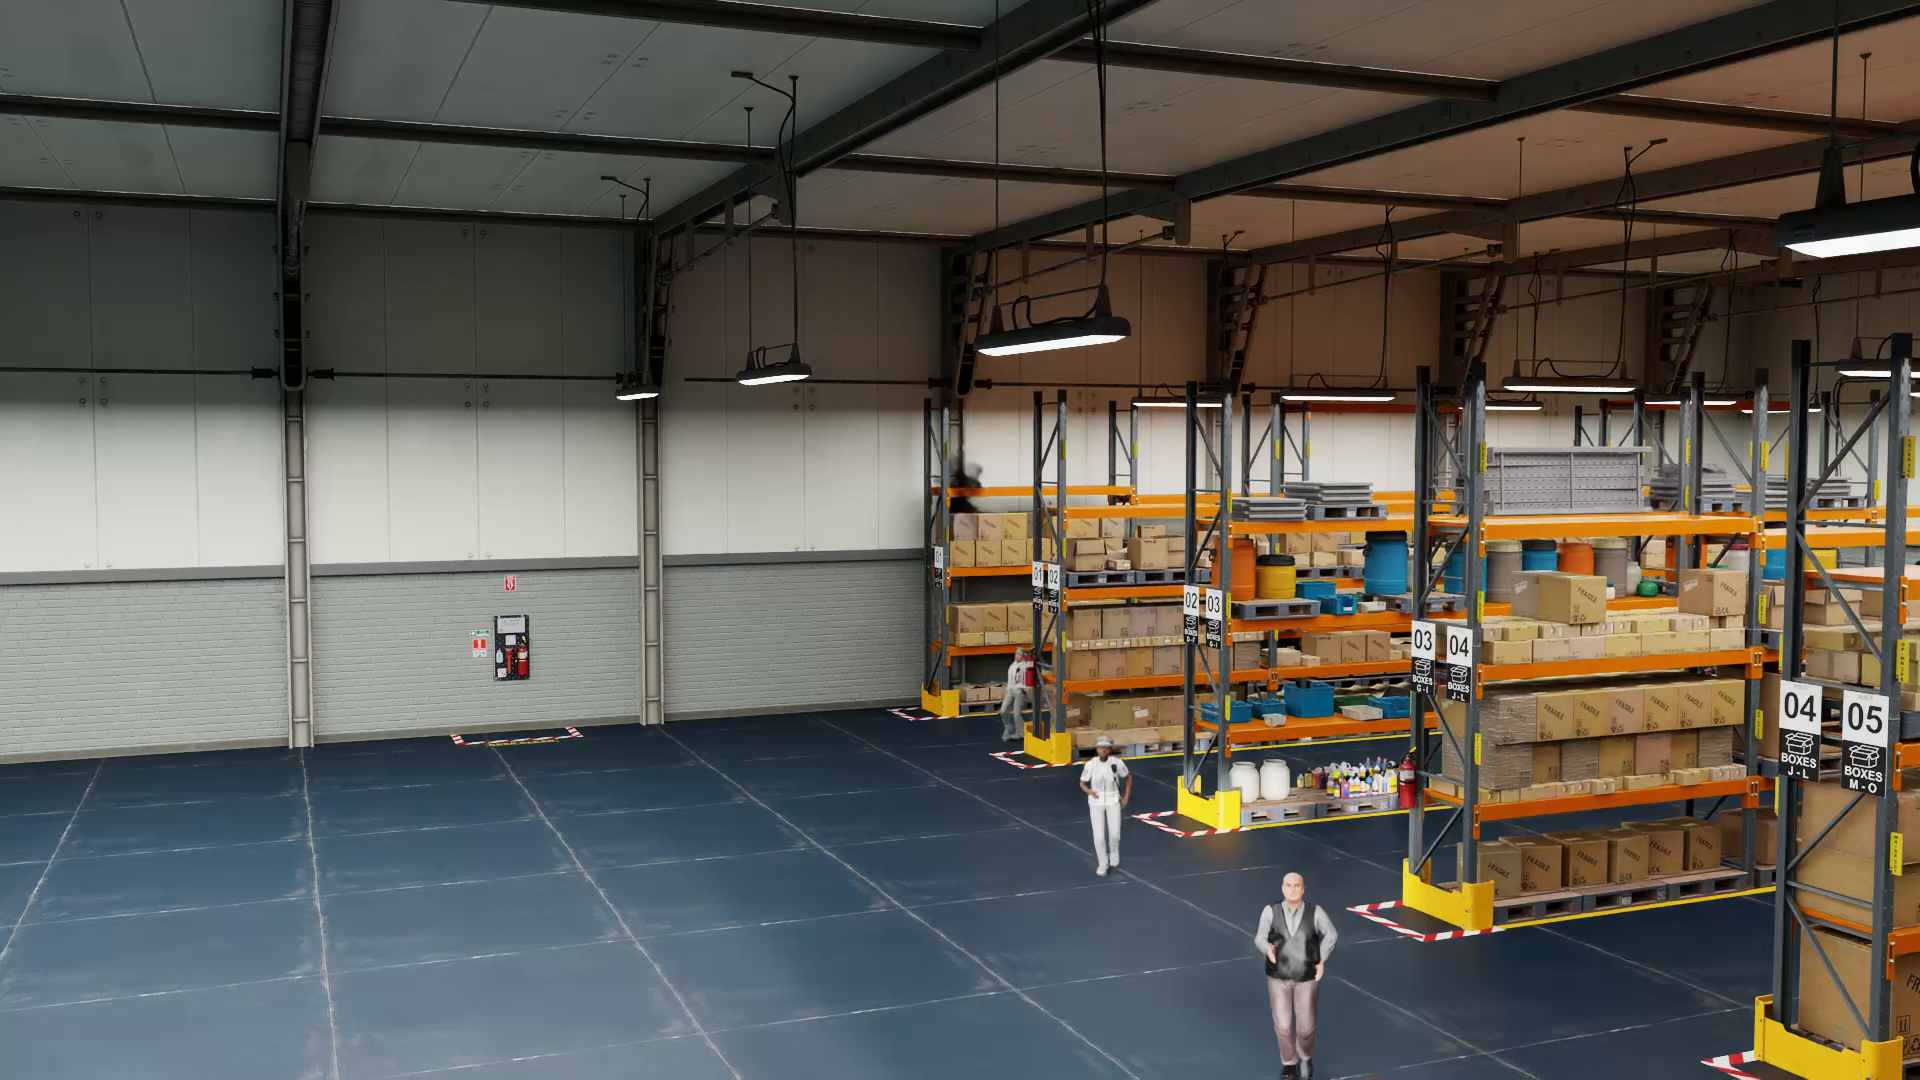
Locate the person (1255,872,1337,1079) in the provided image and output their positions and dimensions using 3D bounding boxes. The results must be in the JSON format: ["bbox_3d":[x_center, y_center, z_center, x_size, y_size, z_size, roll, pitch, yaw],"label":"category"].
[{"bbox_3d":[2.671,3.528,13.309,0.646,1.690,0.610,1,4,16],"label":"person"}]

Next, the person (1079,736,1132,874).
[{"bbox_3d":[1.724,3.163,19.813,0.577,1.672,0.530,0,3,5],"label":"person"}]

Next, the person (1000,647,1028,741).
[{"bbox_3d":[0.980,2.658,28.668,0.612,1.669,0.609,3,5,44],"label":"person"}]
